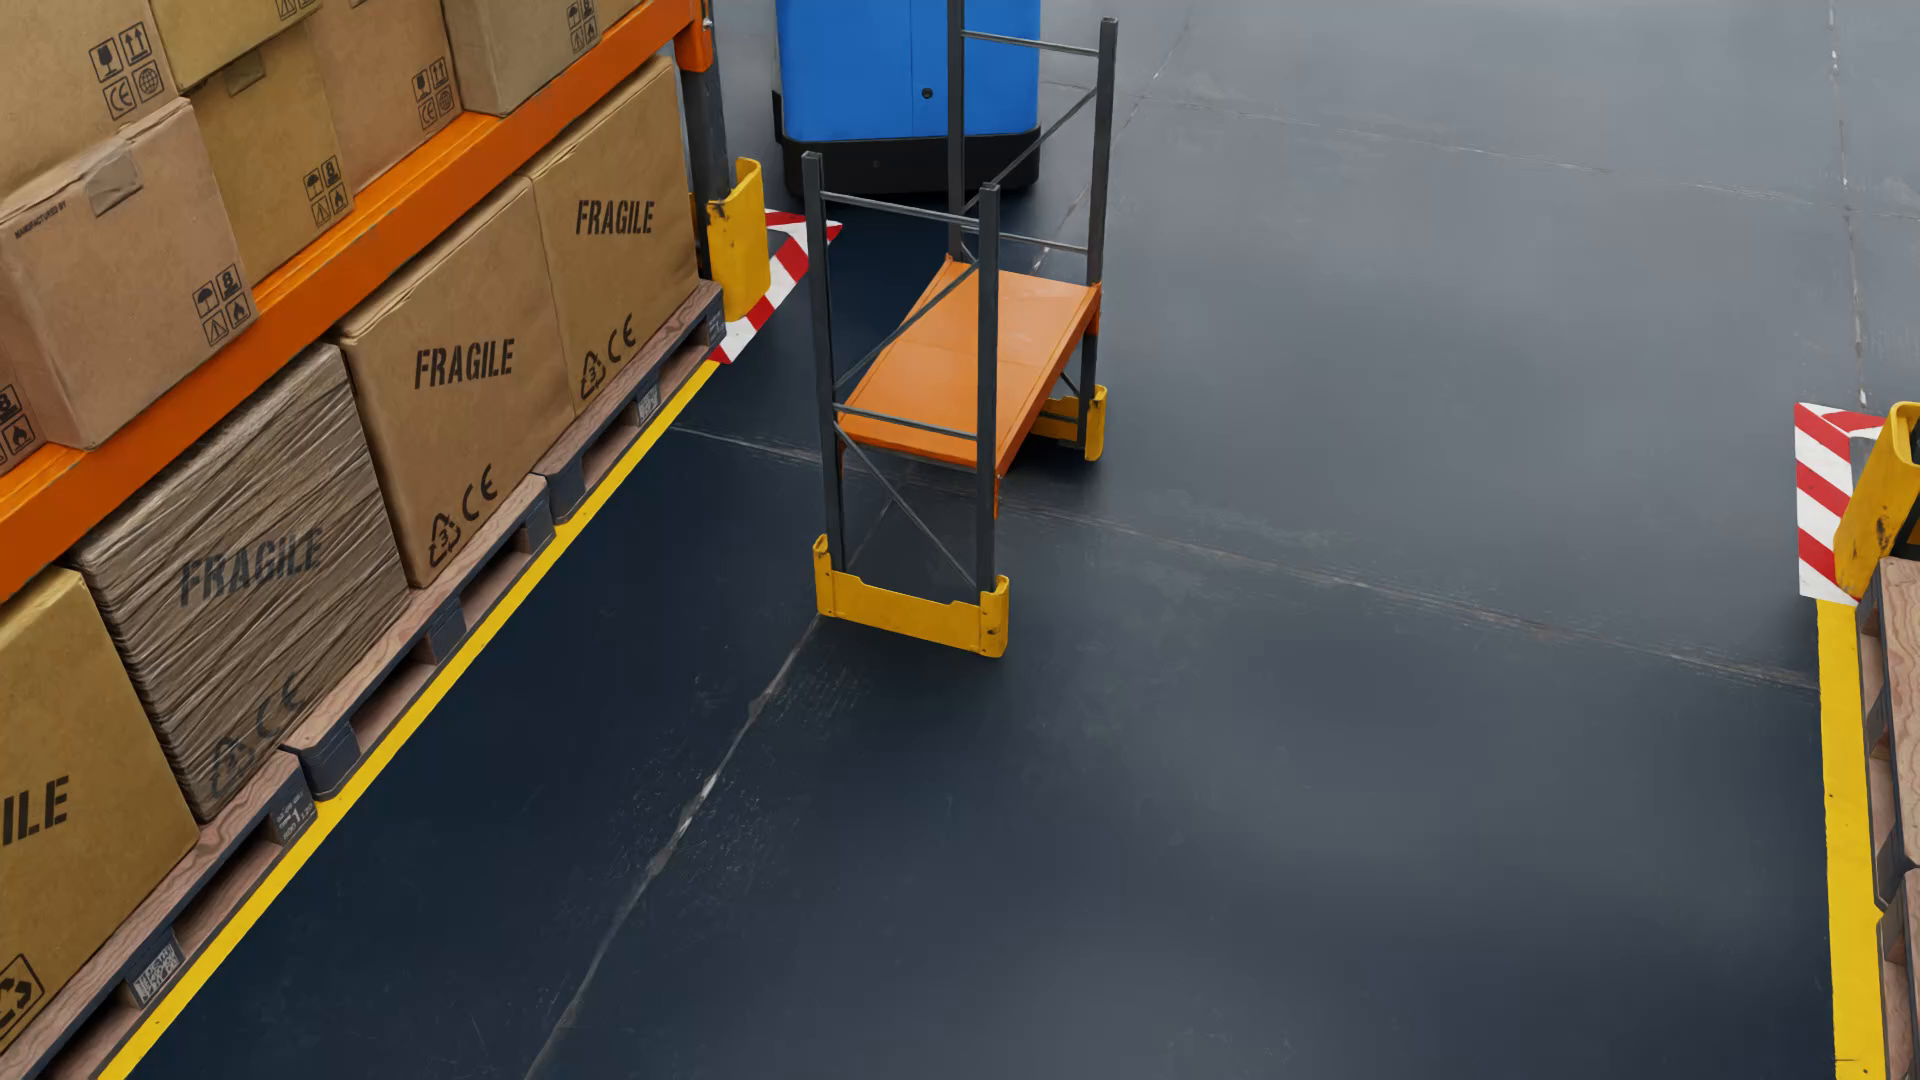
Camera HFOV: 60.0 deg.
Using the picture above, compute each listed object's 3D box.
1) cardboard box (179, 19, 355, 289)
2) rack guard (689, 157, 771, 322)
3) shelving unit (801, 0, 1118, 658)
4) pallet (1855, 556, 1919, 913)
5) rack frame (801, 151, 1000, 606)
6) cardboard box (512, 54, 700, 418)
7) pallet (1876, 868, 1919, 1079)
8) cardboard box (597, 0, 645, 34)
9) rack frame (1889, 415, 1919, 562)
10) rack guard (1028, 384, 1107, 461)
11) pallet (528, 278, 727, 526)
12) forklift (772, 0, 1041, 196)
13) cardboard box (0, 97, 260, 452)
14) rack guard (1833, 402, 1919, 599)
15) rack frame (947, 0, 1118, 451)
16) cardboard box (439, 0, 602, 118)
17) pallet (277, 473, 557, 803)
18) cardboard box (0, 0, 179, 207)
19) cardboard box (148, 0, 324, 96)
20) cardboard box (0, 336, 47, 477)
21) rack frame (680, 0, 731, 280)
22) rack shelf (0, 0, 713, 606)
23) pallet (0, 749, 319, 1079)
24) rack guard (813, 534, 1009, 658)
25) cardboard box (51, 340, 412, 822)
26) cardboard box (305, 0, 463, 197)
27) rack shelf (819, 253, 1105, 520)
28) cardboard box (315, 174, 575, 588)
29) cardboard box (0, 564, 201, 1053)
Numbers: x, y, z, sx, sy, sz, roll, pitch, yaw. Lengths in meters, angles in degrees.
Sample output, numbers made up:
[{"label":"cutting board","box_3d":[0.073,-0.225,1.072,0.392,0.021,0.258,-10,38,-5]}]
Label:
[{"label":"cardboard box","box_3d":[-2.029,-0.995,3.990,0.875,0.550,0.500,13,42,15]},{"label":"rack guard","box_3d":[-1.317,-1.225,6.300,1.175,0.500,0.348,13,42,15]},{"label":"shelving unit","box_3d":[0.026,-0.617,4.818,0.587,1.500,1.083,13,42,15]},{"label":"pallet","box_3d":[2.964,0.596,4.388,1.003,0.211,1.213,13,42,15]},{"label":"rack frame","box_3d":[-0.145,-0.313,4.461,0.500,1.500,0.032,13,42,15]},{"label":"cardboard box","box_3d":[-1.495,-1.084,5.523,0.875,0.875,0.875,14,42,15]},{"label":"pallet","box_3d":[2.545,1.338,3.519,1.003,0.211,1.213,13,42,15]},{"label":"cardboard box","box_3d":[-1.410,-1.982,5.146,0.875,0.550,0.550,13,42,15]},{"label":"rack frame","box_3d":[3.301,-0.998,4.109,1.000,3.000,0.127,13,42,15]},{"label":"rack guard","box_3d":[0.196,-0.445,5.579,0.587,0.250,0.087,13,42,15]},{"label":"pallet","box_3d":[-1.525,-0.595,5.785,1.003,0.211,1.213,13,42,15]},{"label":"forklift","box_3d":[-0.319,-3.462,7.050,1.130,2.935,3.031,-3,41,-4]},{"label":"cardboard box","box_3d":[-2.116,-0.650,3.585,0.875,0.550,0.550,13,42,15]},{"label":"rack guard","box_3d":[3.275,-0.001,4.866,1.175,0.500,0.348,13,42,15]},{"label":"rack frame","box_3d":[0.203,-0.933,5.188,0.500,1.500,0.032,13,42,15]},{"label":"cardboard box","box_3d":[-1.577,-1.641,4.747,0.875,0.550,0.550,13,42,15]},{"label":"pallet","box_3d":[-1.944,0.147,4.916,1.003,0.211,1.213,13,42,15]},{"label":"cardboard box","box_3d":[-2.142,-1.067,3.241,0.875,0.550,0.550,13,42,15]},{"label":"cardboard box","box_3d":[-1.968,-1.392,3.622,0.875,0.550,0.500,13,42,15]},{"label":"cardboard box","box_3d":[-2.412,-0.346,3.229,0.875,0.550,0.550,13,42,15]},{"label":"rack frame","box_3d":[-1.326,-2.161,5.472,1.000,3.000,0.127,13,42,15]},{"label":"rack shelf","box_3d":[-2.009,-0.667,4.275,1.077,0.370,4.000,13,42,15]},{"label":"pallet","box_3d":[-2.360,0.893,4.040,1.003,0.211,1.213,13,42,15]},{"label":"rack guard","box_3d":[-0.144,0.162,4.867,0.587,0.250,0.087,13,42,15]},{"label":"cardboard box","box_3d":[-2.108,0.009,4.242,0.875,0.875,0.875,14,42,15]},{"label":"cardboard box","box_3d":[-1.887,-1.328,4.379,0.875,0.550,0.550,13,42,15]},{"label":"rack shelf","box_3d":[0.029,-0.486,4.941,0.538,0.185,1.000,13,42,15]},{"label":"cardboard box","box_3d":[-1.794,-0.547,4.893,0.875,0.875,0.875,13,42,14]},{"label":"cardboard box","box_3d":[-2.413,0.559,3.597,0.875,0.875,0.875,14,42,16]}]
